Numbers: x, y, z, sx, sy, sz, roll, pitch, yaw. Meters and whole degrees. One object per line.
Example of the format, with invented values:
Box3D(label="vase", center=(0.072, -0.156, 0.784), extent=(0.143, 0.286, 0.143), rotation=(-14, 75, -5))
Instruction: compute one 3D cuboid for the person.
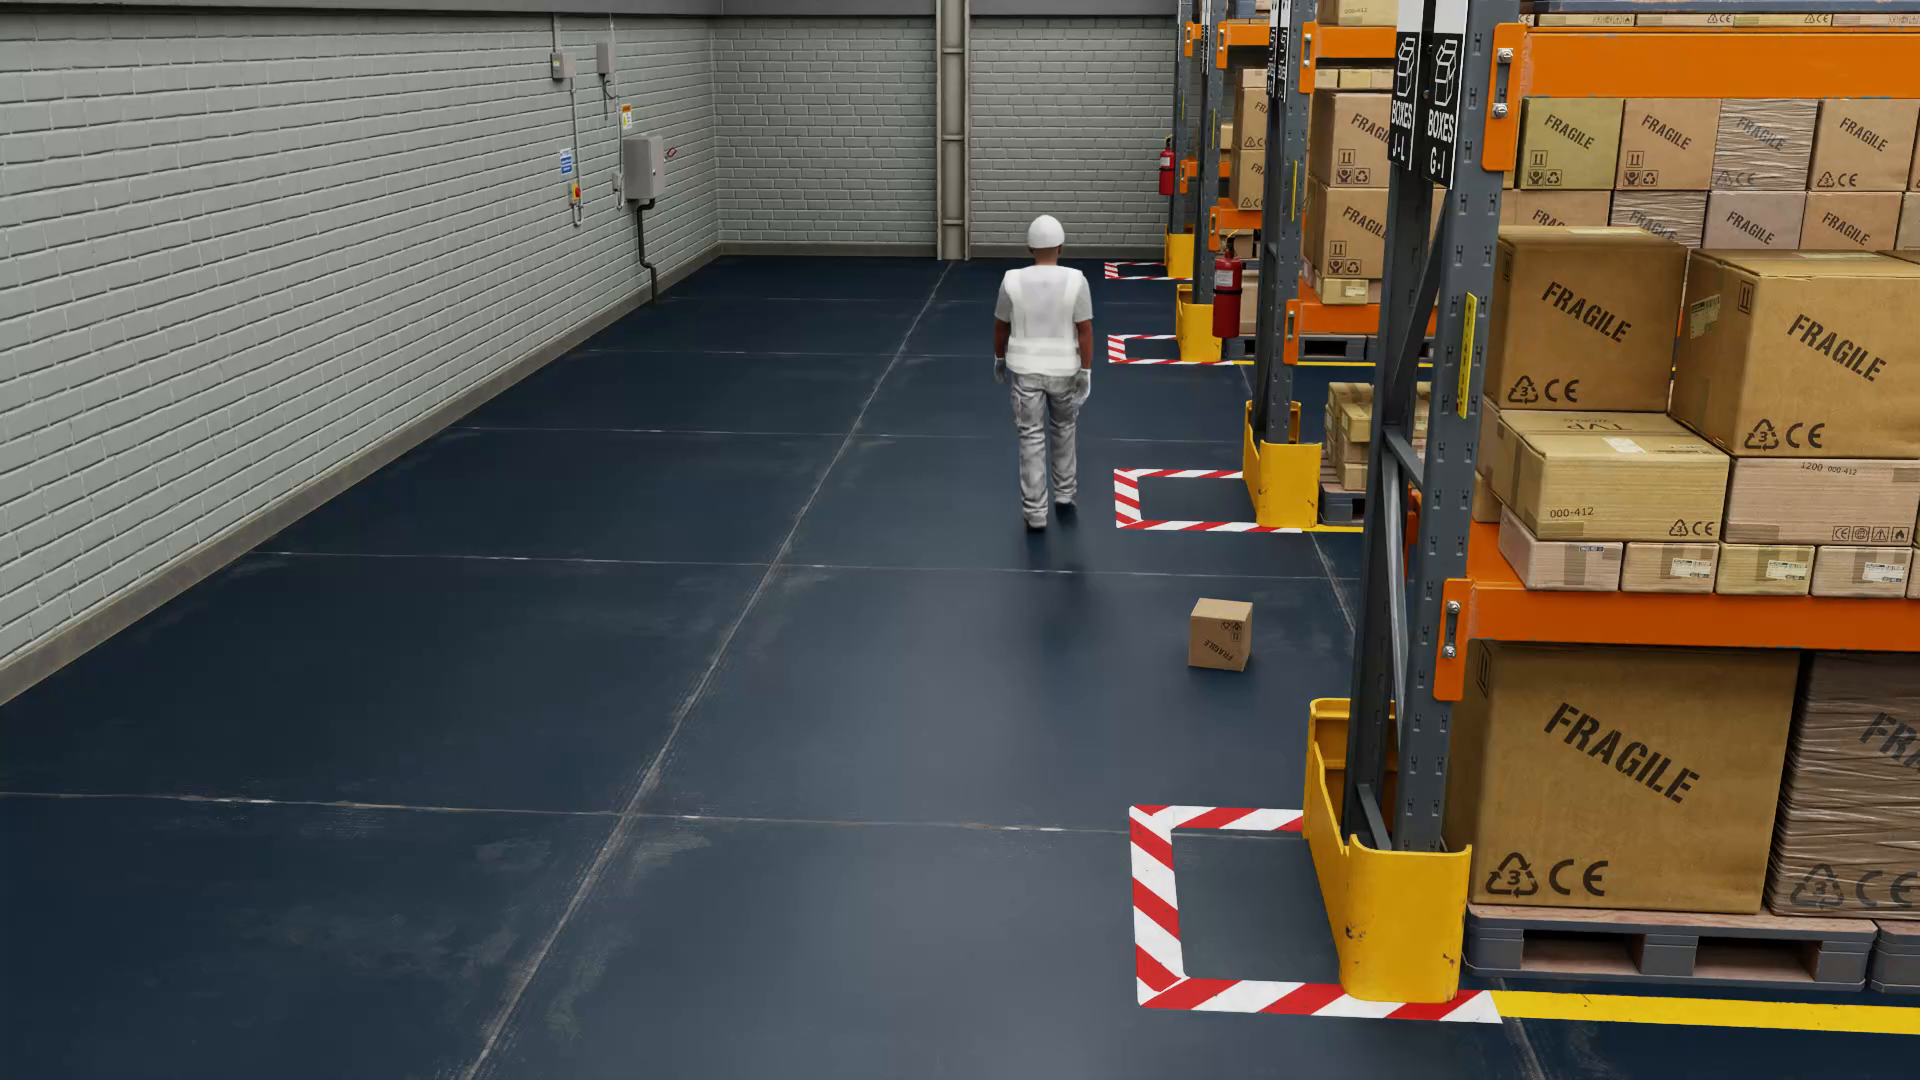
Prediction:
Box3D(label="person", center=(0.474, -0.984, 9.676), extent=(0.563, 1.814, 0.737), rotation=(0, 17, -1))
